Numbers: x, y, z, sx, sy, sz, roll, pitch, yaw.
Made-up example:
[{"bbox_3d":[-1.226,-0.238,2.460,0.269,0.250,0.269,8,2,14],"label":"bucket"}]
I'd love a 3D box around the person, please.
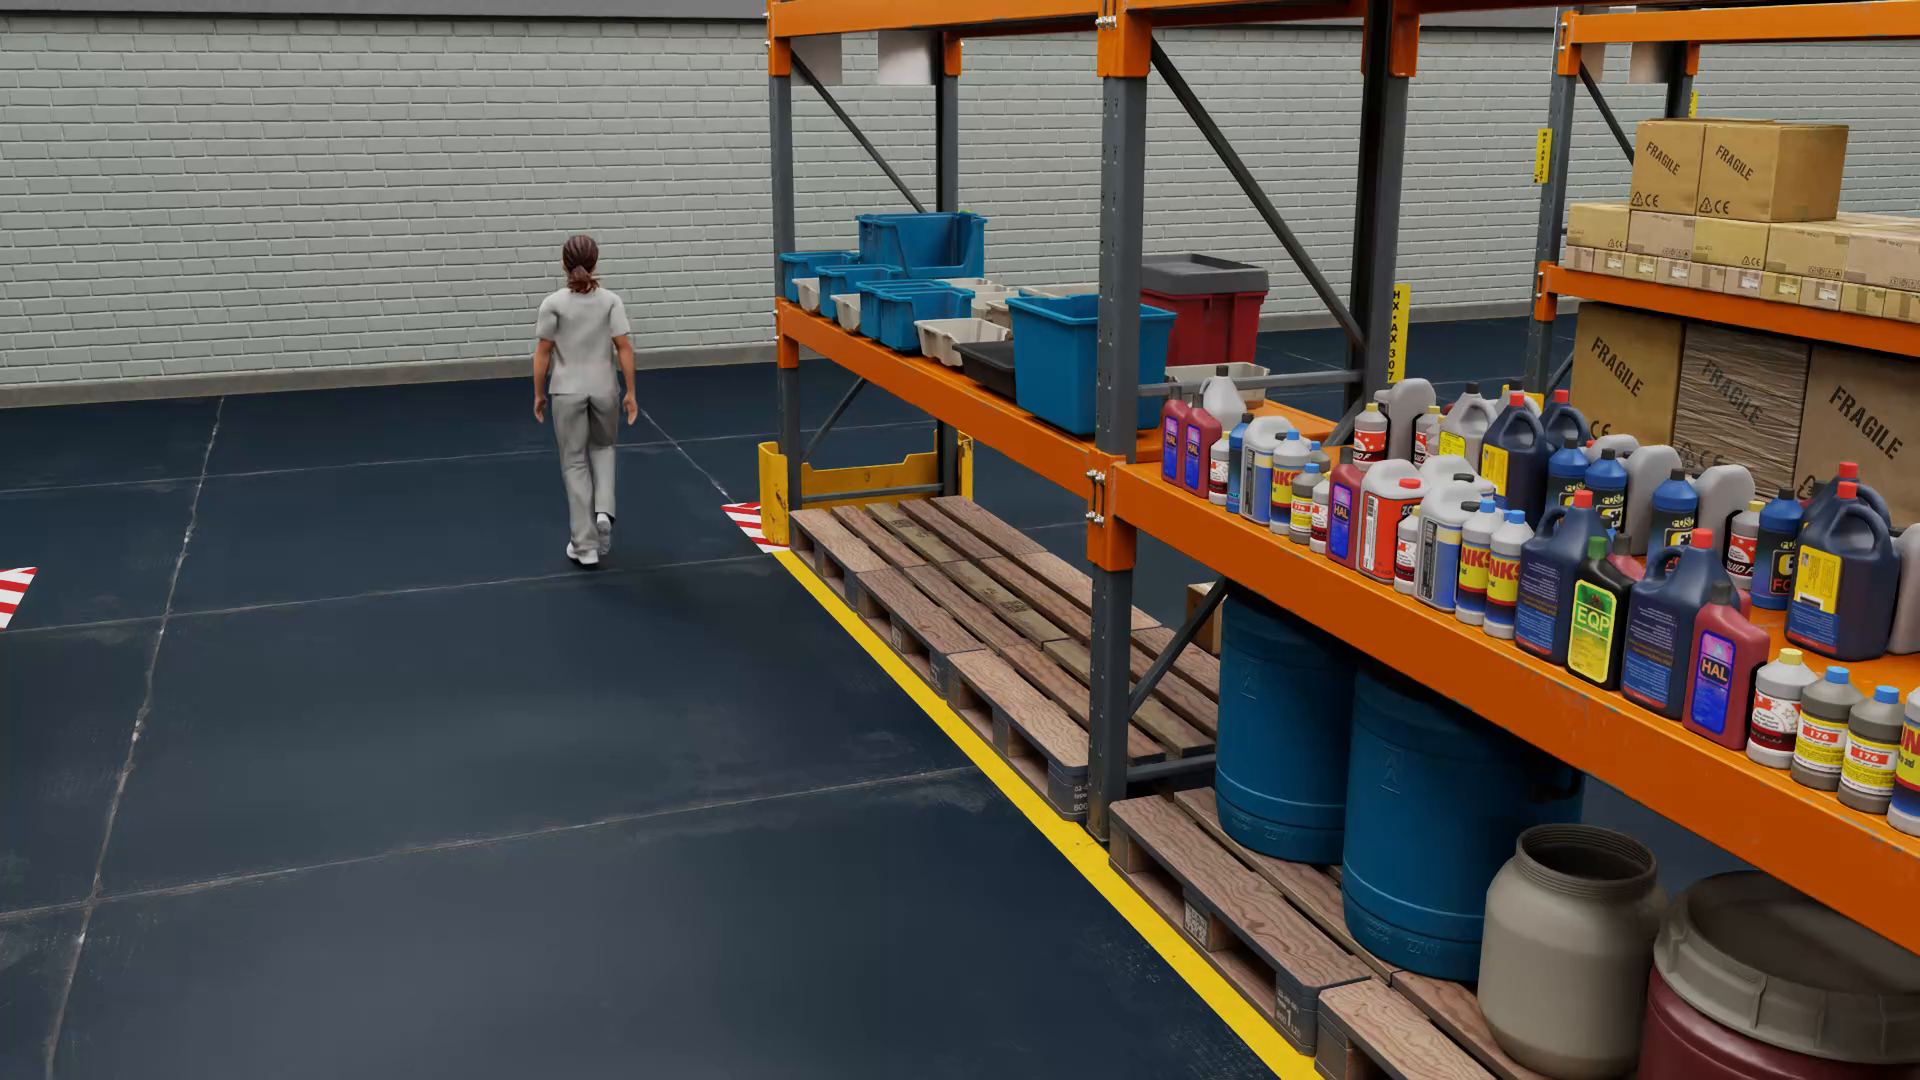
[{"bbox_3d":[-1.932,-0.721,8.550,0.492,1.684,0.486,-7,17,-24],"label":"person"}]
